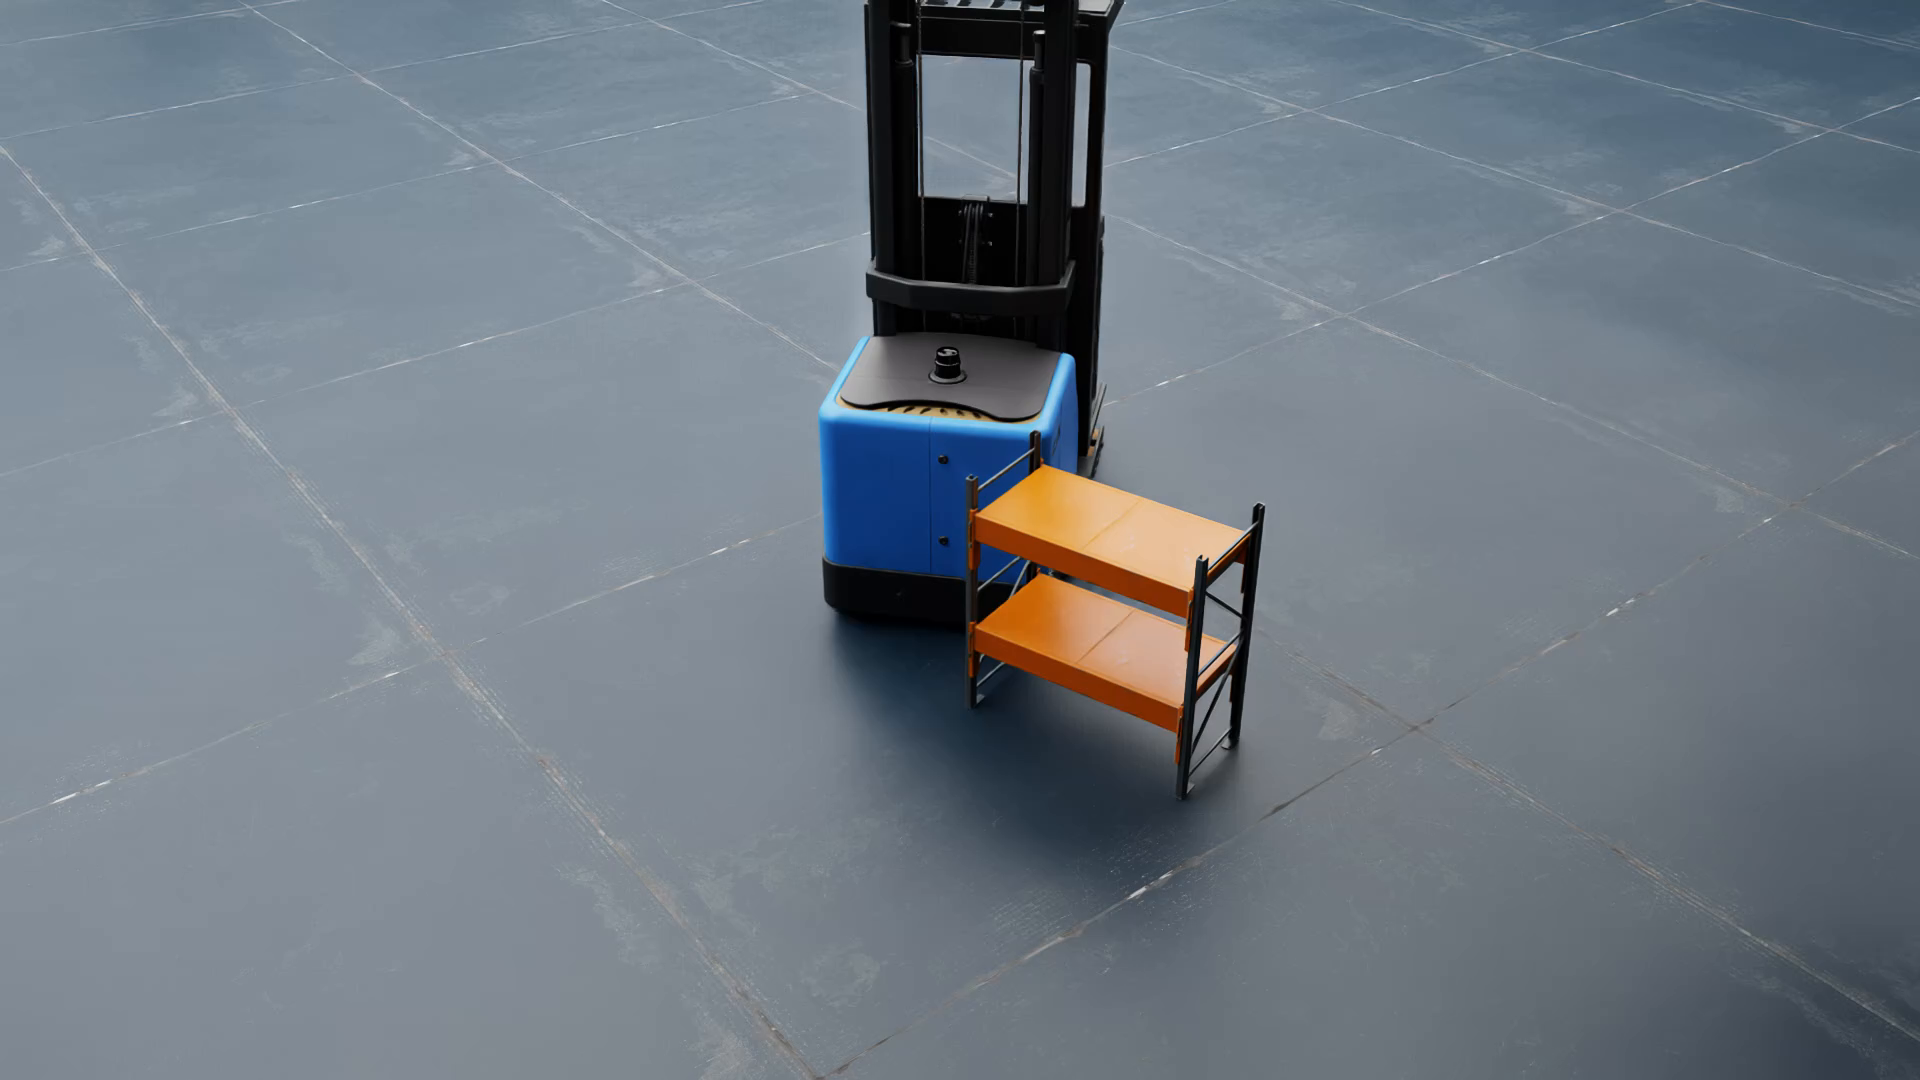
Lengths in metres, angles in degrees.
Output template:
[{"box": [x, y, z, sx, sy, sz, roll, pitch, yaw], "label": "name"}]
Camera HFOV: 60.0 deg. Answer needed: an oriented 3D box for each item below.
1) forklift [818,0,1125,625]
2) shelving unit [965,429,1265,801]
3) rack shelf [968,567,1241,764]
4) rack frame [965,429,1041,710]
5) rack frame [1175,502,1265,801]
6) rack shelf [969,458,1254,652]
[{"box": [0.164, -1.605, 8.056, 1.130, 2.935, 3.031, 6, 32, 10], "label": "forklift"}, {"box": [0.594, 0.289, 6.719, 1.048, 1.125, 0.538, 20, 37, 29], "label": "shelving unit"}, {"box": [0.594, 0.496, 6.848, 1.000, 0.278, 0.538, 20, 37, 29], "label": "rack shelf"}, {"box": [0.178, 0.134, 6.968, 0.032, 1.125, 0.500, 20, 37, 29], "label": "rack frame"}, {"box": [1.009, 0.443, 6.471, 0.032, 1.125, 0.500, 20, 37, 29], "label": "rack frame"}, {"box": [0.594, 0.040, 6.565, 1.000, 0.278, 0.538, 20, 37, 29], "label": "rack shelf"}]
